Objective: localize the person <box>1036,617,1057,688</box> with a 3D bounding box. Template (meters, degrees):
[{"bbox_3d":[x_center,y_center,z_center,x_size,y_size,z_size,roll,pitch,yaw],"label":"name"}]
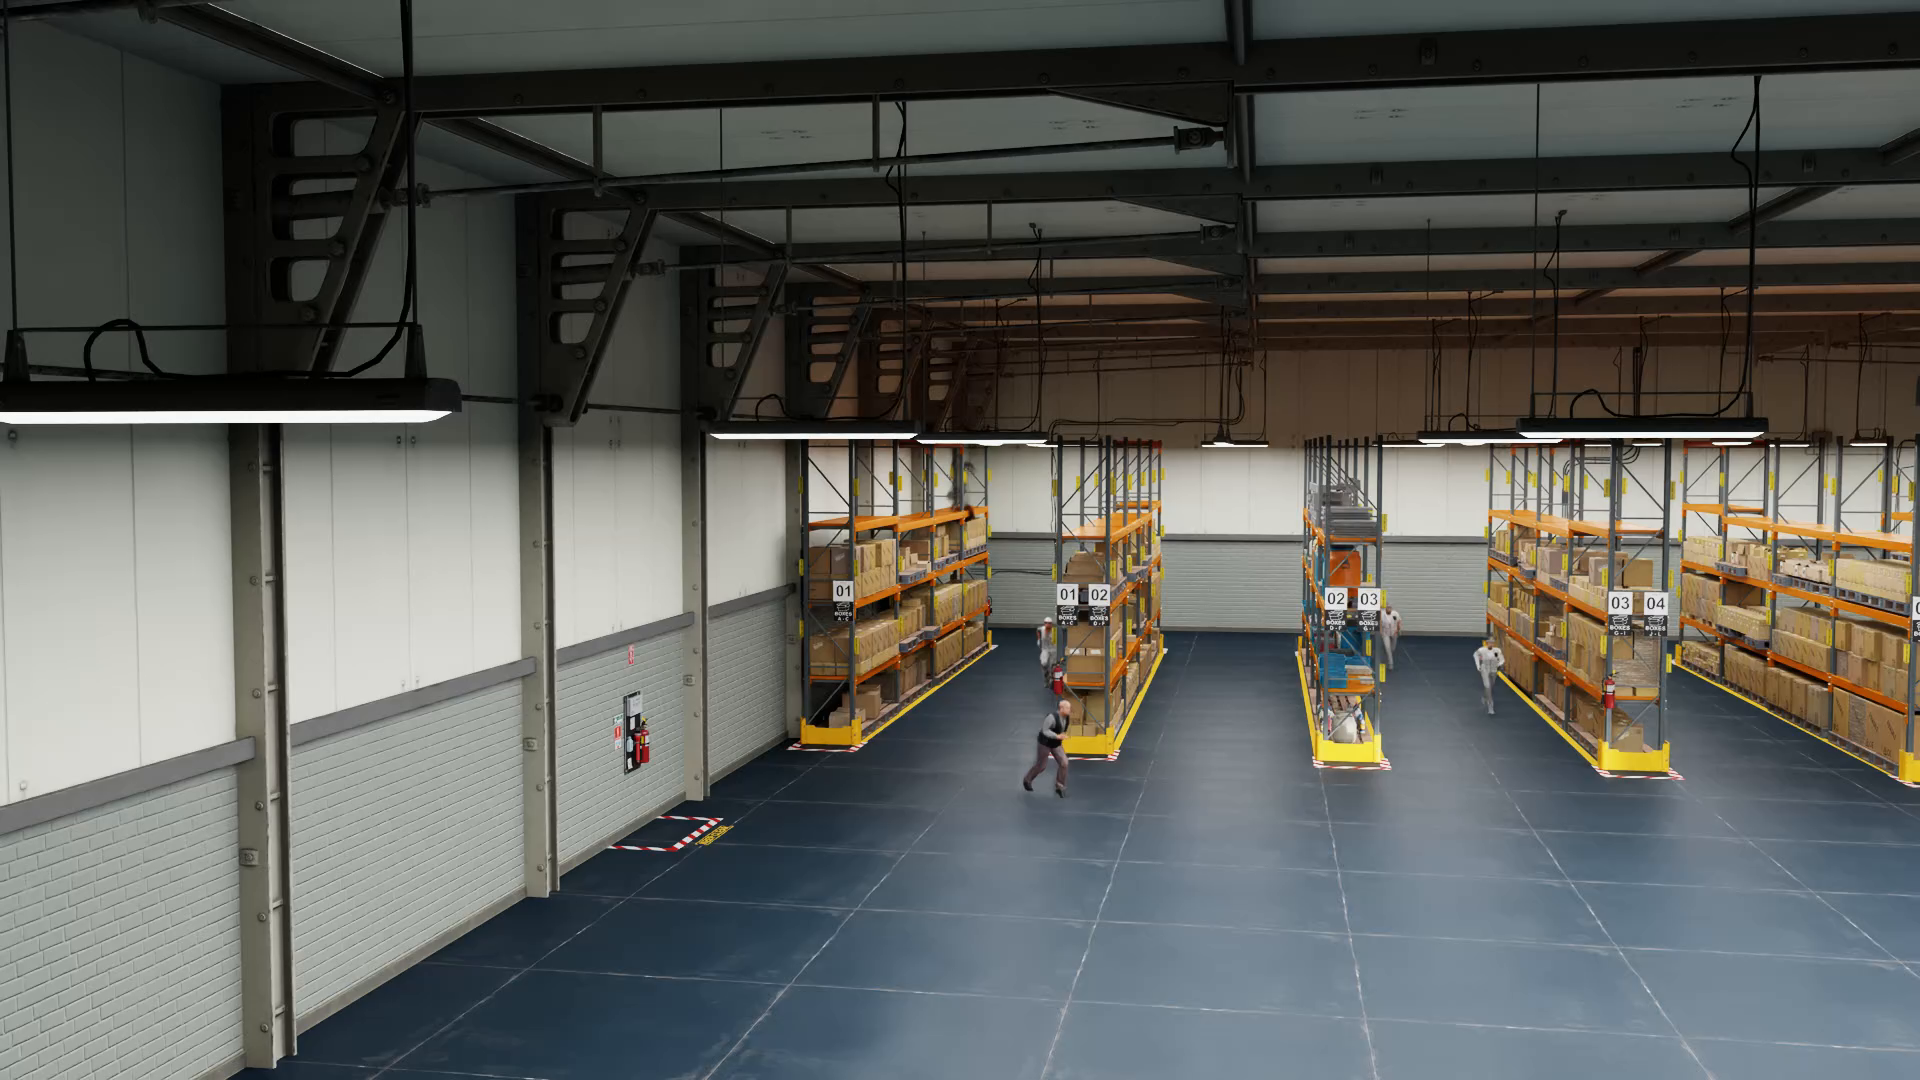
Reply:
[{"bbox_3d":[2.134,2.687,39.848,0.643,1.722,0.924,0,3,8],"label":"person"}]

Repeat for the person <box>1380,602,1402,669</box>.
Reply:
[{"bbox_3d":[11.310,2.507,43.931,0.663,1.776,0.997,0,3,2],"label":"person"}]

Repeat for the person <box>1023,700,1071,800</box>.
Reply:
[{"bbox_3d":[1.451,3.496,27.484,0.987,1.581,0.701,3,4,41],"label":"person"}]

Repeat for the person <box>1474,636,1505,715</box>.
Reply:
[{"bbox_3d":[11.601,2.926,36.479,0.617,1.688,1.047,0,3,4],"label":"person"}]
